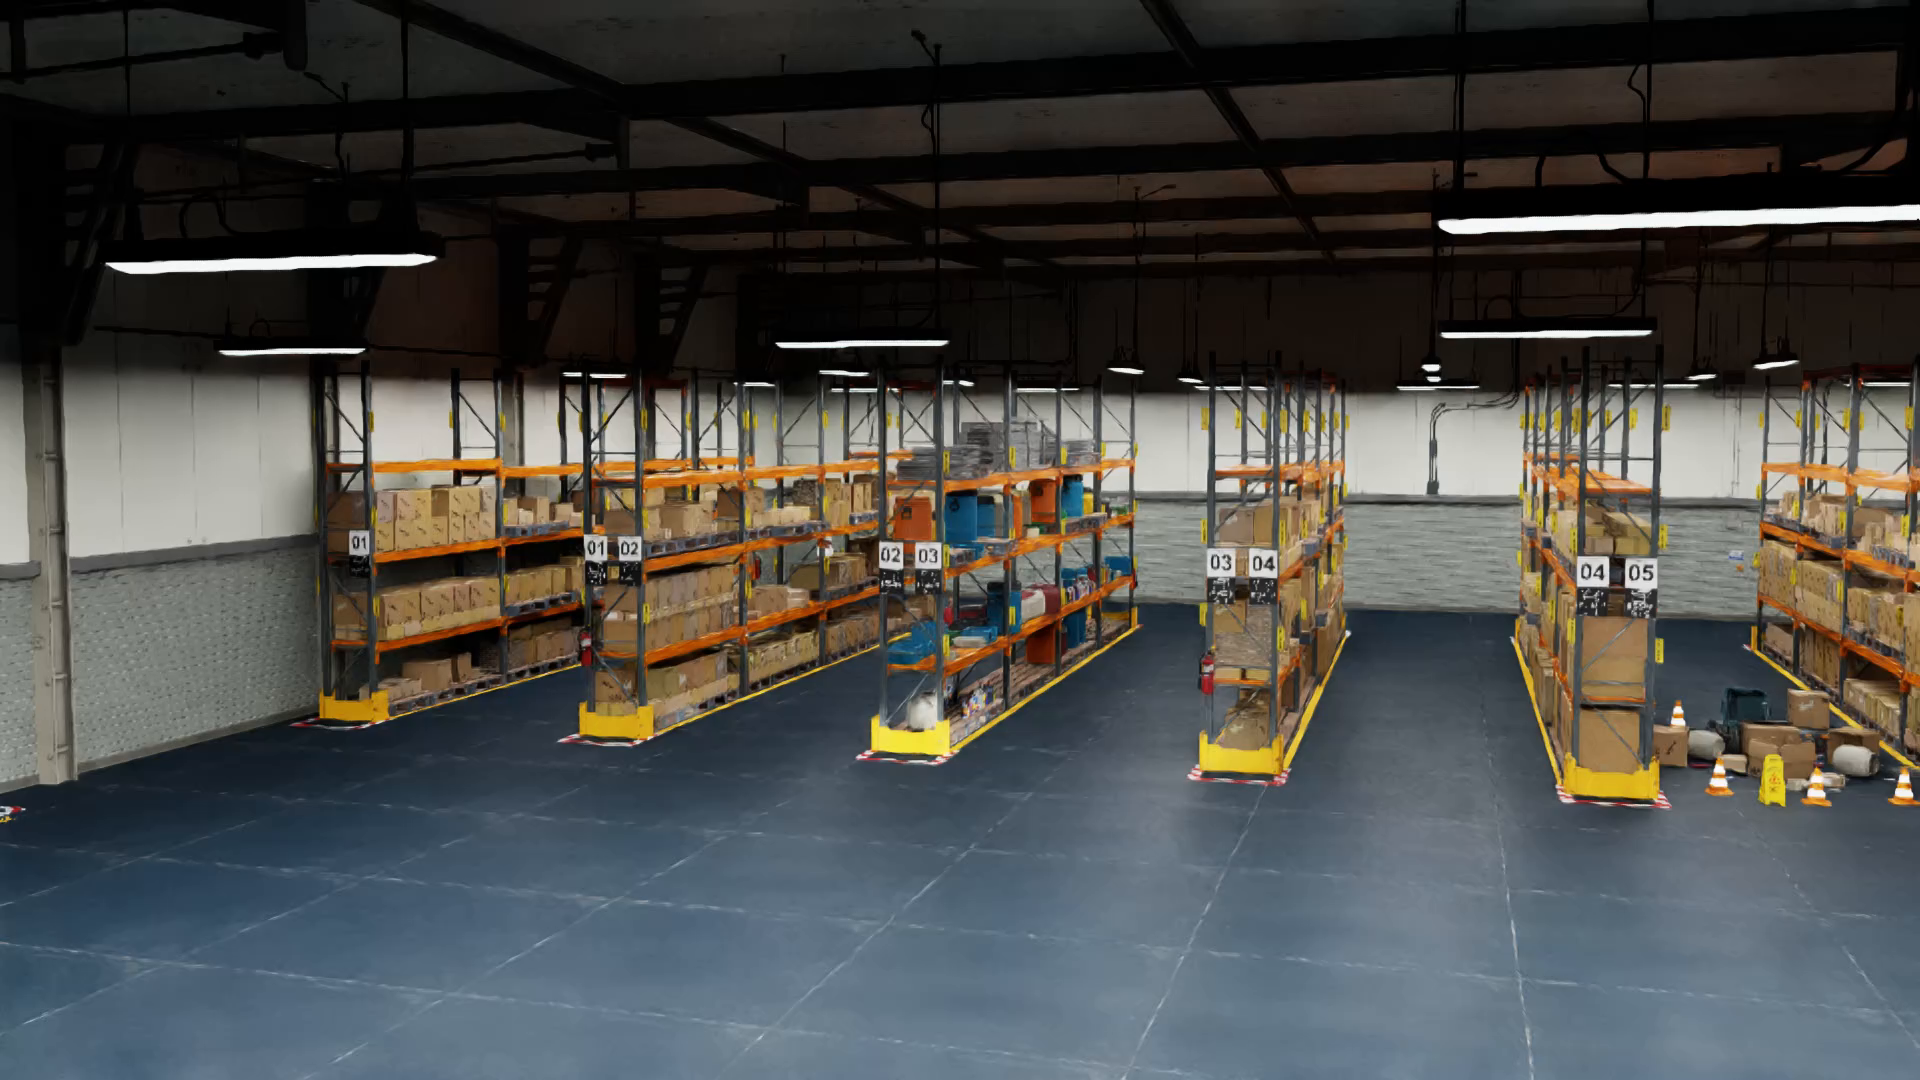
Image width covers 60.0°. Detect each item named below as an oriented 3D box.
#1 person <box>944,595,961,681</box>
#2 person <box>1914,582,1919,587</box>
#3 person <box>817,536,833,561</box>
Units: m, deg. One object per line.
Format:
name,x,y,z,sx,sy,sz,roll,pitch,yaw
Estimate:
person,-0.130,1.870,32.115,0.542,1.645,1.126,1,4,19
person,21.467,1.464,37.186,0.713,1.785,0.553,-1,4,-13
person,-3.888,0.732,47.311,0.720,1.761,0.463,-4,6,-45
